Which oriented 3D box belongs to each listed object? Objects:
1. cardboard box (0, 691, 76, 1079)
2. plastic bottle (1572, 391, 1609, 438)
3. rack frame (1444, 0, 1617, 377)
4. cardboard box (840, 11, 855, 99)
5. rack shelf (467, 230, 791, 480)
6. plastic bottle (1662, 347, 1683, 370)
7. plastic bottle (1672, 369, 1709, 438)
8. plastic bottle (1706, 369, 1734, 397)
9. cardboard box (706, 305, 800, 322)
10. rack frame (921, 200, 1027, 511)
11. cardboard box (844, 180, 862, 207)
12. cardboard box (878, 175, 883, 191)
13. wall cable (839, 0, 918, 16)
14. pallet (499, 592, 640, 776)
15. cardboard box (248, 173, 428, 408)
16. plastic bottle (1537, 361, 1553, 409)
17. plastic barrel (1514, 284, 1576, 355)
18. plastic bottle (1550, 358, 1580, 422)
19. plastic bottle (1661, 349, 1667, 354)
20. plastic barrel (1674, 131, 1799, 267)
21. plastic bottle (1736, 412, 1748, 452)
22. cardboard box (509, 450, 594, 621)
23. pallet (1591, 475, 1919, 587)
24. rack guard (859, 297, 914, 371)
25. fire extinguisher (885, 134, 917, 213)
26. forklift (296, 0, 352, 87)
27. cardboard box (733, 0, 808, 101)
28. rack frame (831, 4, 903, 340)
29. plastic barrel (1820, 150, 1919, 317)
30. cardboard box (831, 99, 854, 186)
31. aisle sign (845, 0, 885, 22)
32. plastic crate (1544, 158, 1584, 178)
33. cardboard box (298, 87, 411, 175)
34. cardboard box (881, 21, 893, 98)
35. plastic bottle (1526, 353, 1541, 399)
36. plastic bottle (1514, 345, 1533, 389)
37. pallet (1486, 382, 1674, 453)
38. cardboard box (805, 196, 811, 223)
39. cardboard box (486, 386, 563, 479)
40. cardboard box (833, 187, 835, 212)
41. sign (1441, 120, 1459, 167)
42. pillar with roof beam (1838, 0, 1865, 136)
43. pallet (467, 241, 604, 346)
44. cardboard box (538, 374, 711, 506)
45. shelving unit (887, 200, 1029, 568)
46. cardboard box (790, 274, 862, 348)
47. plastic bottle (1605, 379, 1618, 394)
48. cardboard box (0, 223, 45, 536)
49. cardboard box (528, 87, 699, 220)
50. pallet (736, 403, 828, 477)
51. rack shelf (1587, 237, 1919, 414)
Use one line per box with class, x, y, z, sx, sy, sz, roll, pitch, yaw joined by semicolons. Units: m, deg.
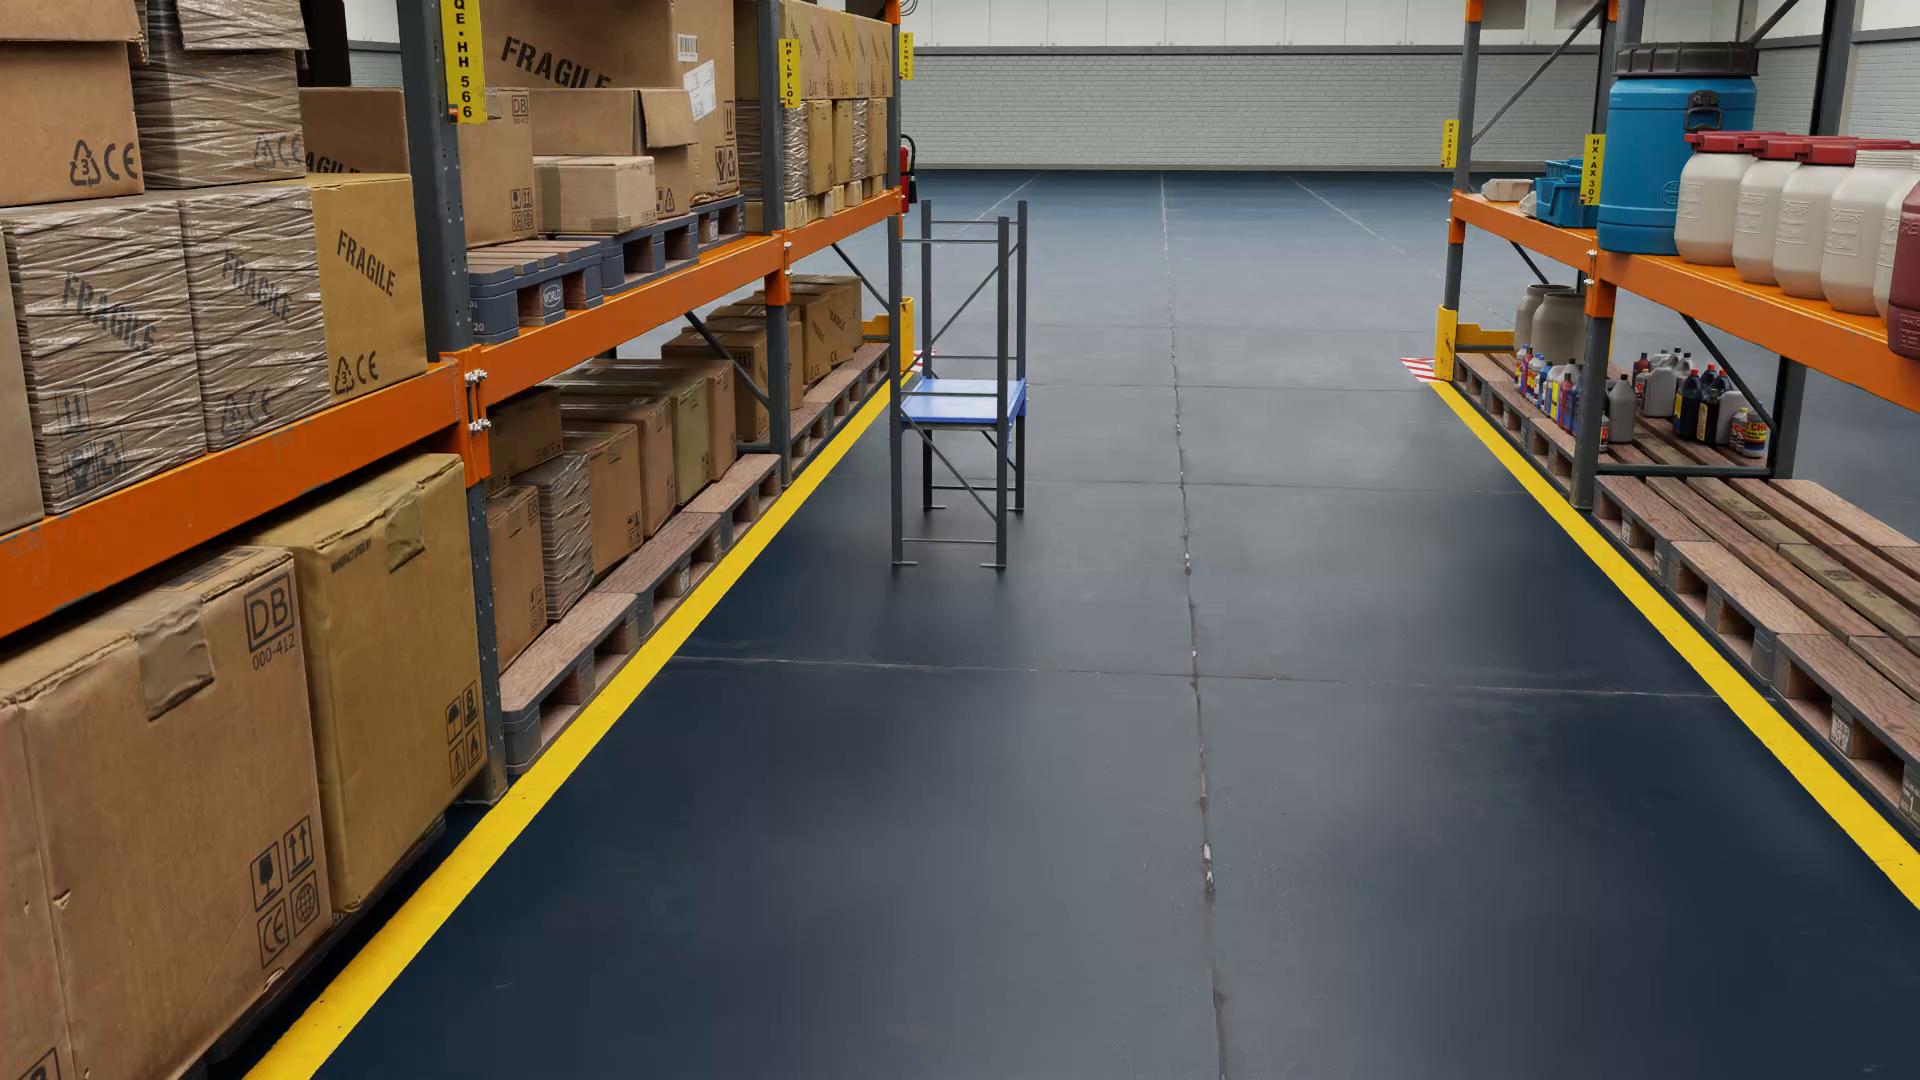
cardboard box;-2.136;0.759;2.375;1.225;0.875;0.875;1;15;4
plastic bottle;3.322;-0.704;8.750;0.144;0.351;0.185;1;15;5
rack frame;3.987;-2.632;11.649;1.000;3.000;0.127;2;15;6
cardboard box;-0.925;-2.914;10.014;0.500;0.500;0.500;2;15;6
rack shelf;-1.611;-0.874;6.528;1.077;0.370;4.000;2;15;6
plastic bottle;4.130;-0.933;9.597;0.144;0.351;0.185;2;15;9
plastic bottle;3.896;-0.730;8.846;0.144;0.351;0.185;2;15;6
plastic bottle;4.039;-0.725;8.830;0.144;0.351;0.185;2;15;8
cardboard box;-1.251;-1.151;10.157;0.500;0.500;0.500;0;15;1
rack frame;0.067;-0.878;8.036;0.500;1.500;0.032;2;15;6
cardboard box;-0.826;-2.185;10.476;0.380;0.149;0.250;2;15;6
cardboard box;-0.761;-2.577;11.926;0.380;0.149;0.250;2;15;6
wall cable;-2.225;-15.821;42.416;2.305;6.003;0.169;2;15;6
pallet;-1.747;0.440;5.629;1.003;0.211;1.213;2;15;6
cardboard box;-1.646;-0.616;4.002;0.500;0.500;0.500;2;15;8
plastic bottle;3.400;-0.899;9.624;0.097;0.271;0.097;0;15;0
plastic barrel;3.989;-1.461;11.280;0.421;0.512;0.421;0;15;0
plastic bottle;3.380;-0.837;9.244;0.144;0.351;0.185;2;15;6
plastic bottle;4.221;-1.013;10.023;0.061;0.283;0.133;2;15;8
plastic barrel;3.210;-1.419;6.901;0.433;0.535;0.433;0;15;0
plastic bottle;4.019;-0.552;8.476;0.097;0.201;0.097;0;15;0
cardboard box;-1.731;-0.027;5.963;0.700;0.500;0.500;0;15;2
pallet;3.486;-0.044;7.419;1.003;0.211;1.213;2;15;6
rack guard;-0.943;-1.552;12.442;1.175;0.500;0.348;2;15;6
fire extinguisher;-0.463;-2.757;12.259;0.296;0.674;0.183;2;15;6
forklift;-3.412;-1.455;7.427;1.130;2.935;3.031;3;15;10
cardboard box;-1.082;-2.524;8.574;0.500;0.500;0.500;2;15;6
rack frame;-0.934;-2.778;12.189;1.000;3.000;0.127;2;15;6
plastic barrel;3.036;-0.993;5.375;0.421;0.512;0.421;0;15;0
cardboard box;-1.128;-2.437;10.167;0.875;0.500;0.500;2;15;6
aisle sign;-0.629;-4.040;11.876;0.394;0.787;0.004;2;15;6
plastic crate;4.228;-2.422;11.156;0.499;0.251;0.616;2;15;6
cardboard box;-1.815;-1.095;4.970;0.500;0.500;0.500;0;15;-1
cardboard box;-0.750;-3.303;11.452;0.500;0.500;0.500;2;15;6
plastic bottle;3.434;-0.977;9.914;0.097;0.271;0.097;0;15;0
plastic bottle;3.473;-1.066;10.243;0.097;0.271;0.097;0;15;0
pallet;3.788;-0.739;9.990;1.003;0.211;1.213;2;15;6
cardboard box;-1.020;-1.796;9.040;0.380;0.149;0.250;2;15;6
cardboard box;-1.741;-0.383;5.842;0.500;0.250;0.500;3;16;13
cardboard box;-0.946;-1.991;9.760;0.380;0.149;0.250;2;15;6
sign;3.441;-2.783;11.677;0.100;0.325;0.005;2;15;6
pillar with roof beam;13.042;-11.381;32.510;9.100;9.000;0.400;2;15;6
pallet;-1.862;-0.798;5.236;1.213;0.211;1.003;2;15;6
cardboard box;-1.549;-0.464;7.579;0.700;0.500;0.500;2;15;6
shelving unit;0.010;-0.746;7.548;0.538;1.500;1.048;2;15;6
cardboard box;-1.021;-1.613;11.863;0.500;0.500;0.500;5;16;17
plastic bottle;3.494;-0.720;8.952;0.152;0.276;0.135;2;15;6
cardboard box;-1.822;-0.220;2.538;0.500;0.500;0.500;2;15;7
cardboard box;-1.489;-1.541;6.611;0.797;0.503;0.637;3;15;12
pallet;-1.345;-0.570;9.364;1.003;0.211;1.213;2;15;6
rack shelf;3.310;-0.729;5.988;1.077;0.370;4.000;2;15;6
